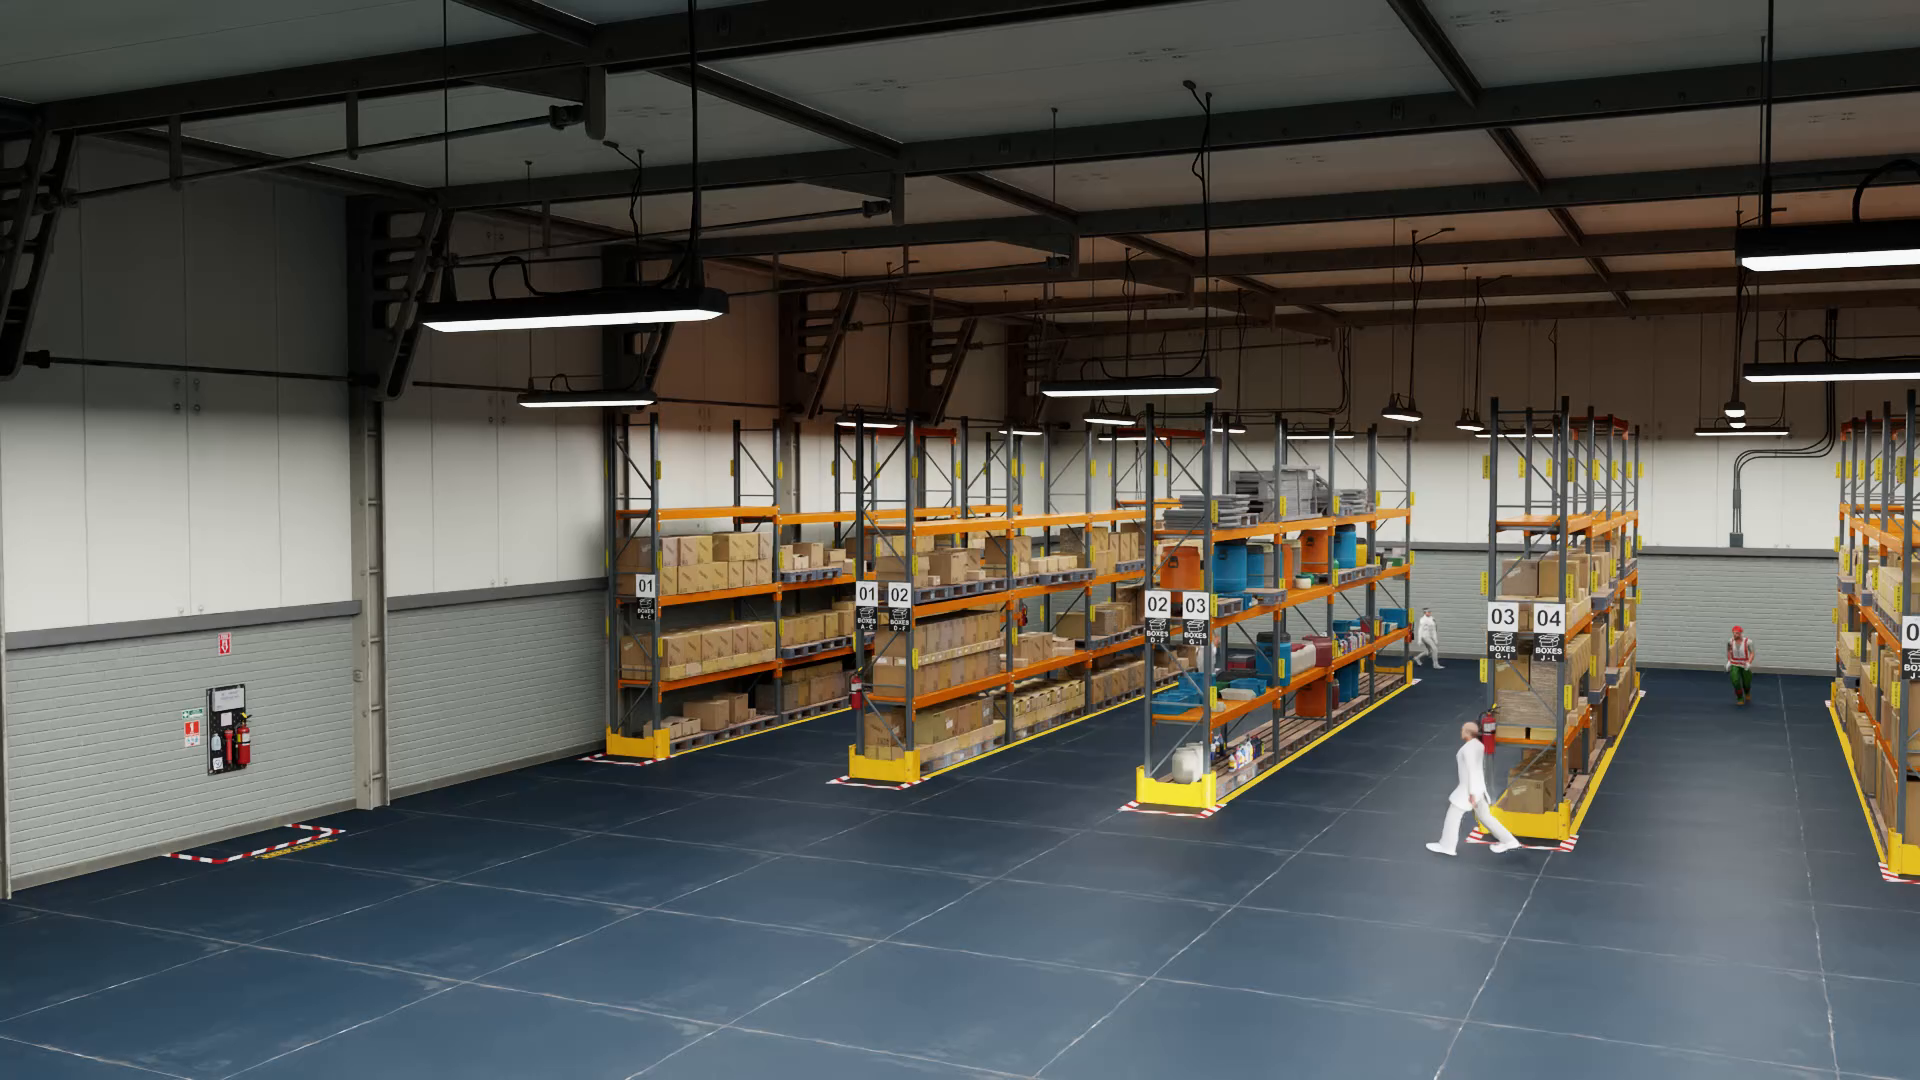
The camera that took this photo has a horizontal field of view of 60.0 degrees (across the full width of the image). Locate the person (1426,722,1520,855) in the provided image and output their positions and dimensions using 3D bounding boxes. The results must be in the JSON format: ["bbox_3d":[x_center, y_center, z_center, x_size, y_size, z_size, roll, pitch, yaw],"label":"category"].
[{"bbox_3d":[6.637,3.321,21.505,1.144,1.532,0.578,1,3,27],"label":"person"}]

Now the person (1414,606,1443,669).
[{"bbox_3d":[11.854,2.448,42.034,0.475,1.550,0.918,-2,3,-37],"label":"person"}]

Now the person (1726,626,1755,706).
[{"bbox_3d":[16.665,2.666,35.514,0.578,1.690,0.784,2,3,34],"label":"person"}]

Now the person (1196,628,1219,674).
[{"bbox_3d":[5.623,2.527,37.929,0.623,1.825,0.596,2,3,38],"label":"person"}]
